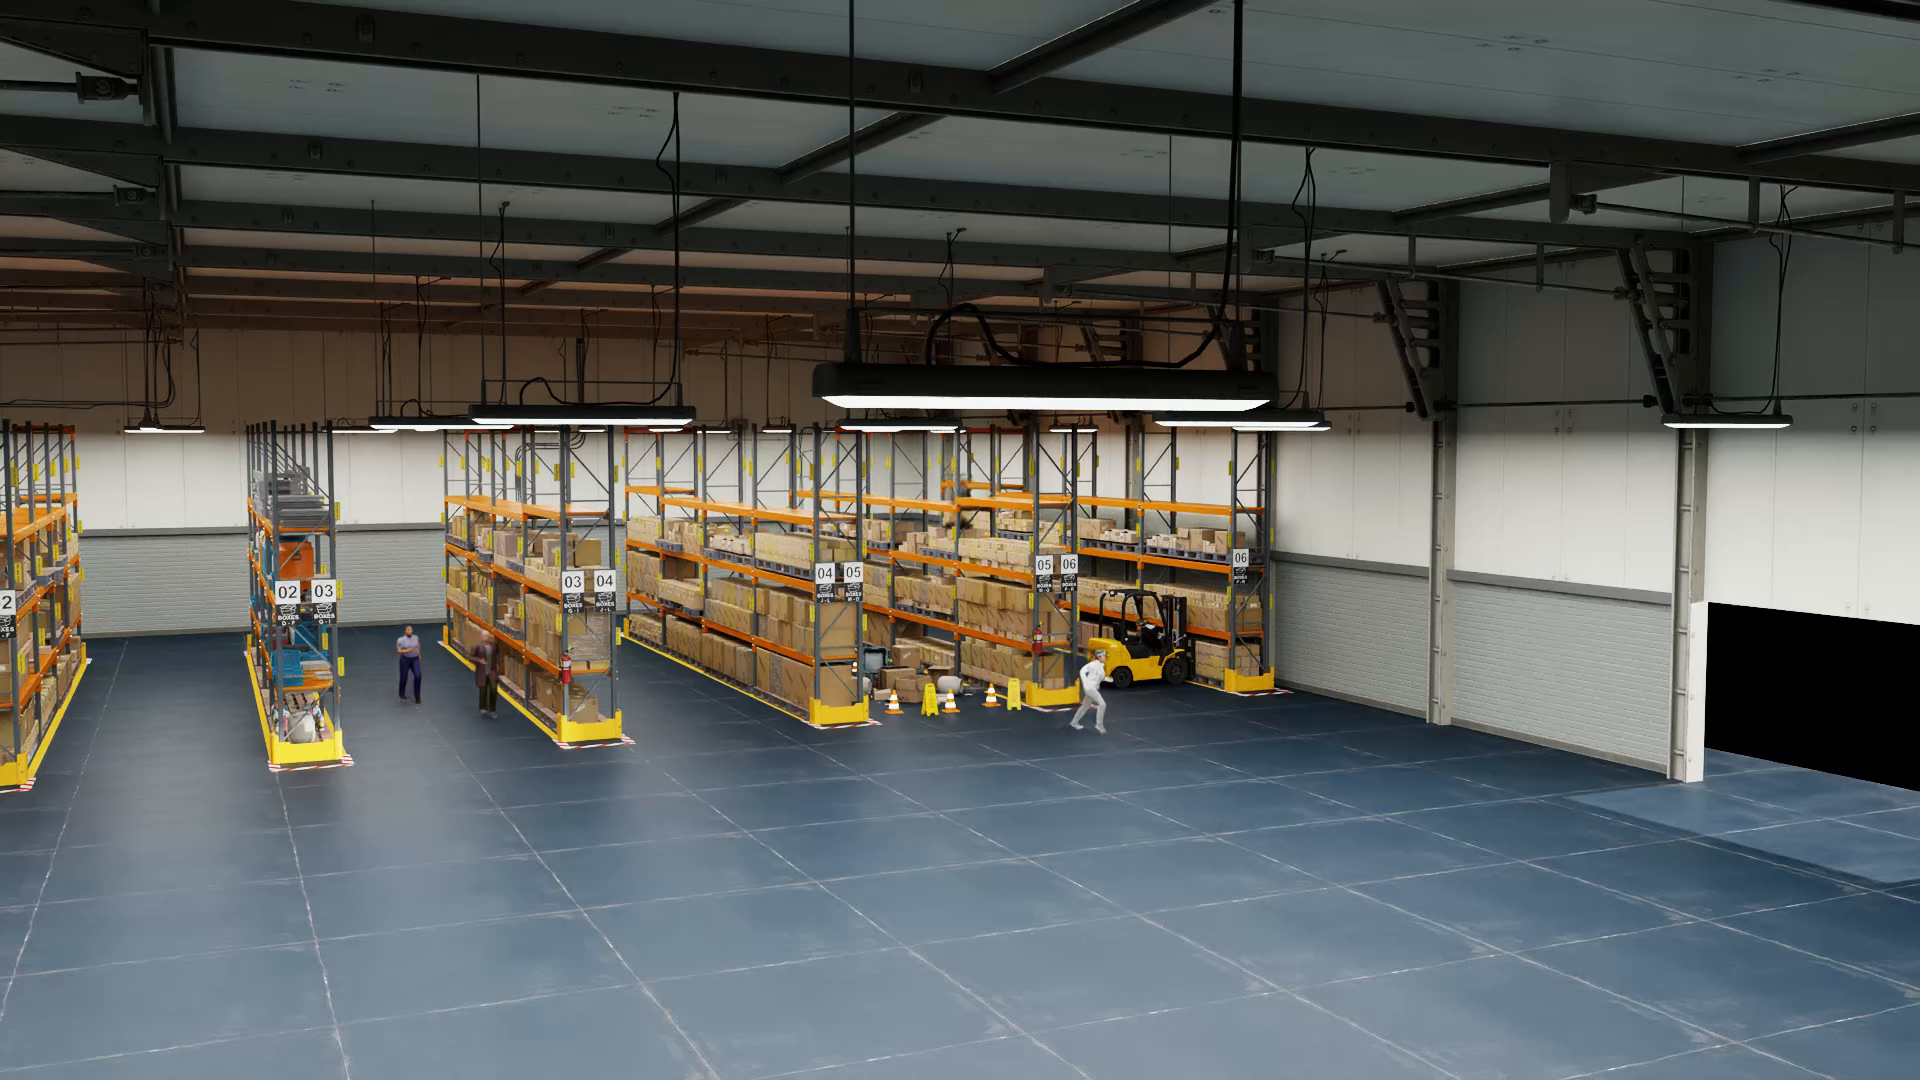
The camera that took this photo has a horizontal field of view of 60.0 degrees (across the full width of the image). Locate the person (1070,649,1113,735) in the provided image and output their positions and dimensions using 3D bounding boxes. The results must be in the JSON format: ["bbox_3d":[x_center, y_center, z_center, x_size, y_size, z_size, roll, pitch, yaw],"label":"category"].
[{"bbox_3d":[2.508,2.916,32.028,0.846,1.675,0.465,2,4,26],"label":"person"}]

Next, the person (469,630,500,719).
[{"bbox_3d":[-9.629,2.742,33.766,0.685,1.835,0.824,-2,4,-27],"label":"person"}]

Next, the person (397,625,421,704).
[{"bbox_3d":[-11.835,2.682,35.749,0.573,1.736,0.779,-3,4,-35],"label":"person"}]
